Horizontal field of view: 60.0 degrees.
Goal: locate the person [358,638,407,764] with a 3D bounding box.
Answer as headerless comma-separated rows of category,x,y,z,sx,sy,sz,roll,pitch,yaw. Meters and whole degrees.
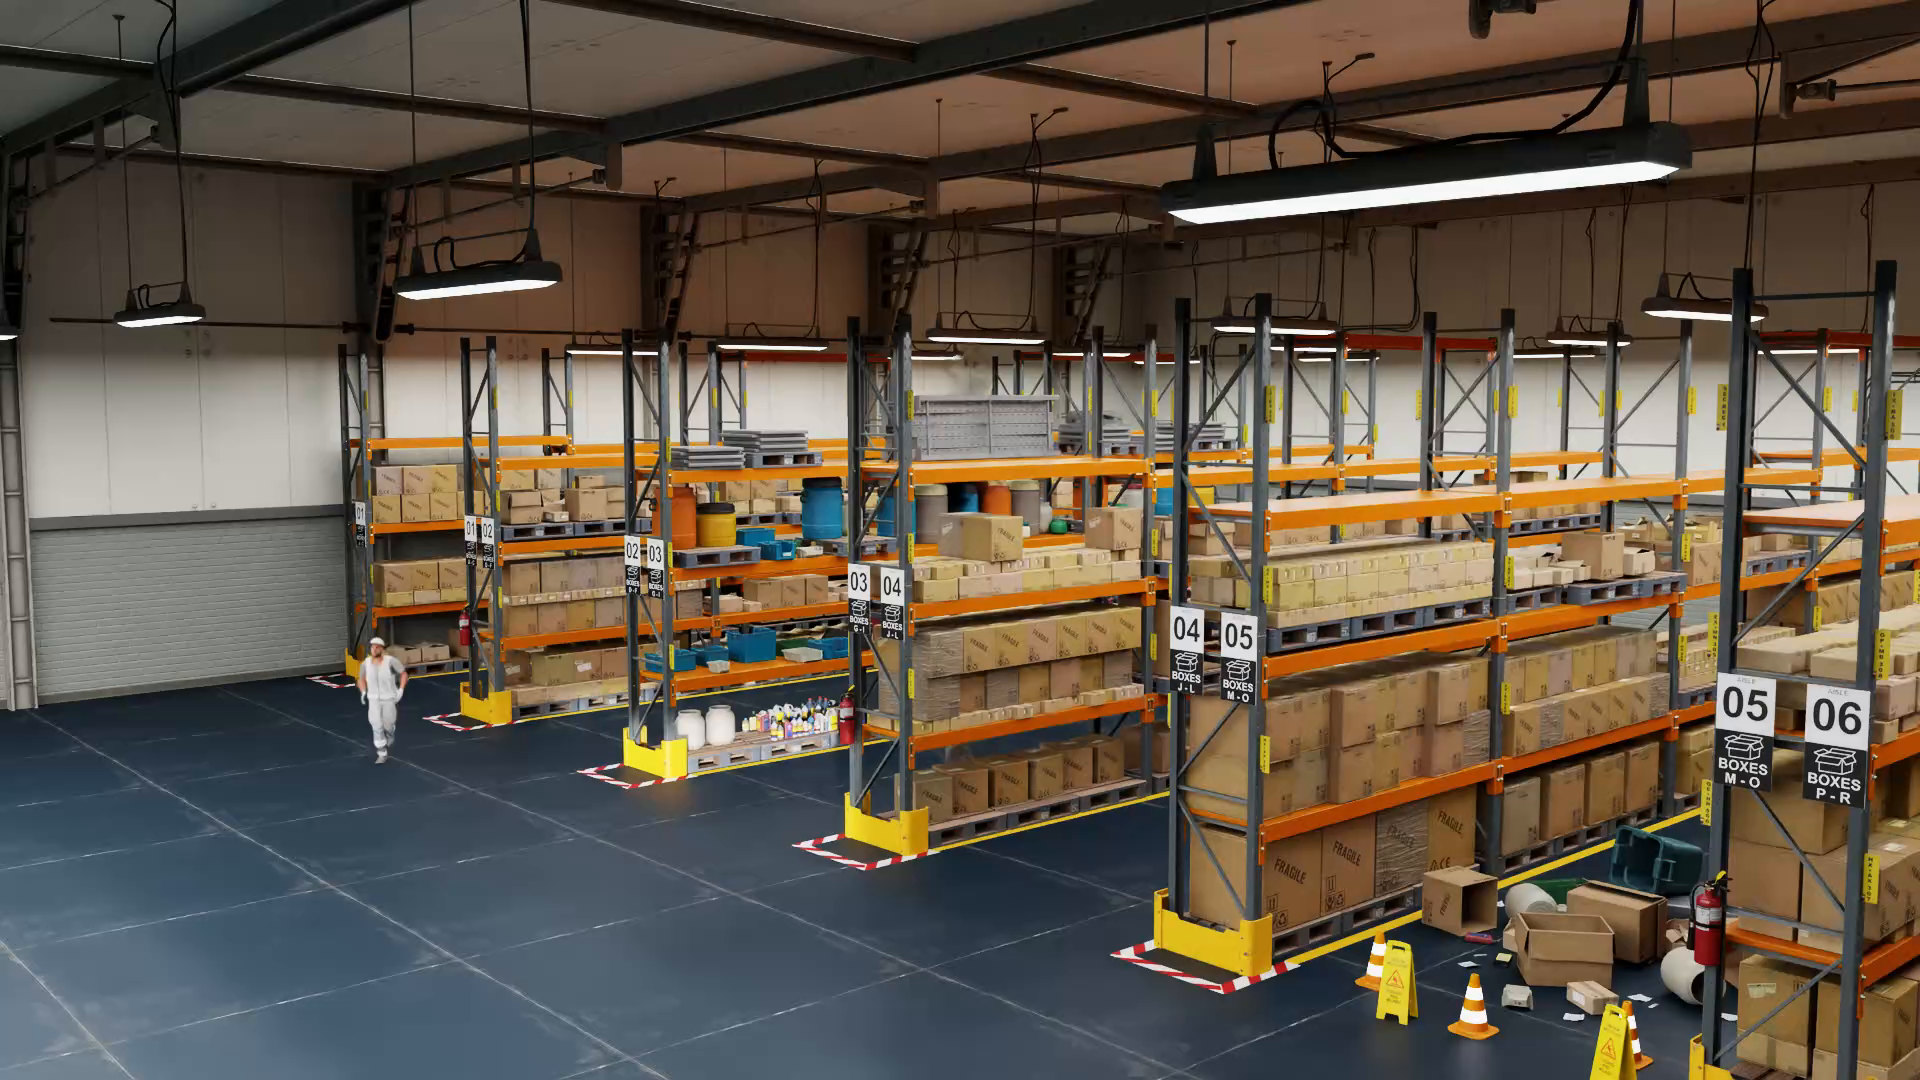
person,-8.057,2.217,23.229,0.667,1.760,0.664,-1,5,-7

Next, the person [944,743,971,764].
person,-0.084,2.281,22.059,0.667,1.780,0.925,4,6,35
